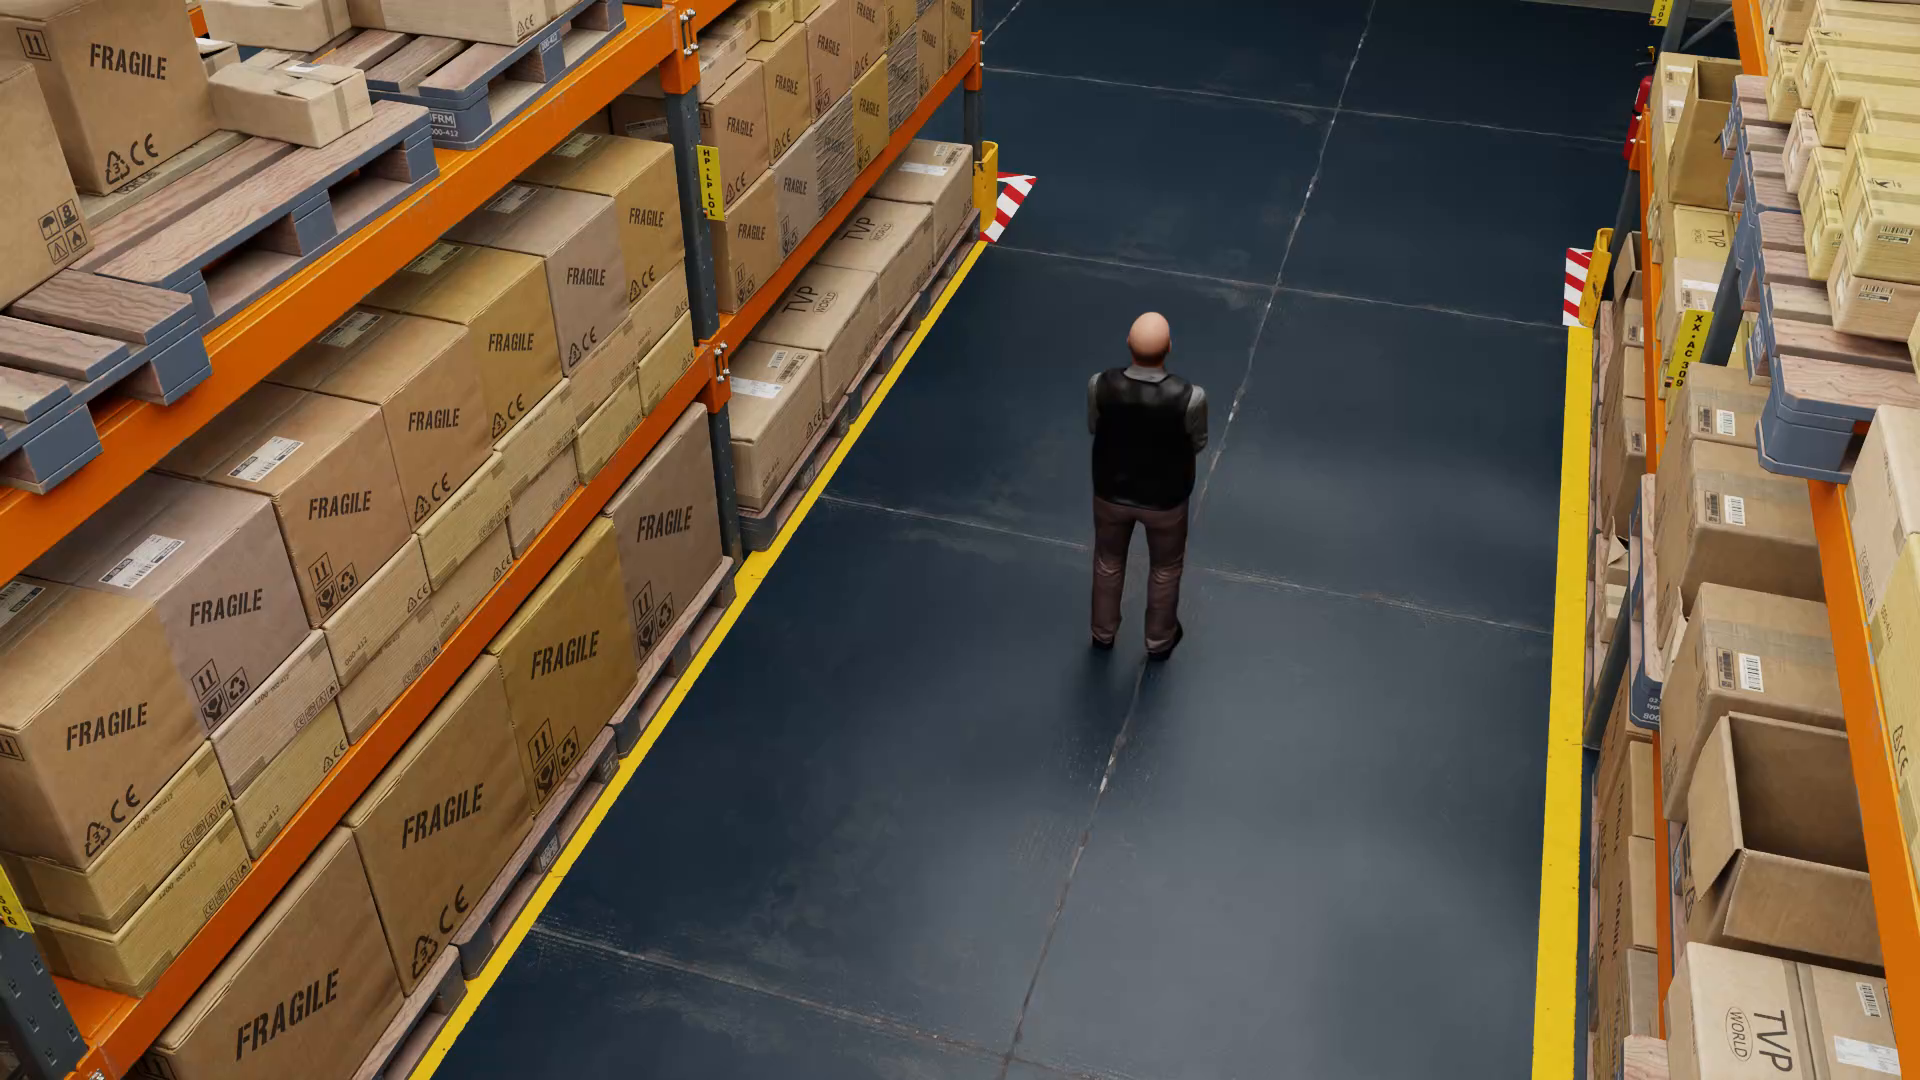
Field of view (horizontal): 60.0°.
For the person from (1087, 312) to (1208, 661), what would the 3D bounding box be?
[{"bbox_3d":[0.809,-0.268,7.268,0.521,1.726,0.520,10,38,14],"label":"person"}]
